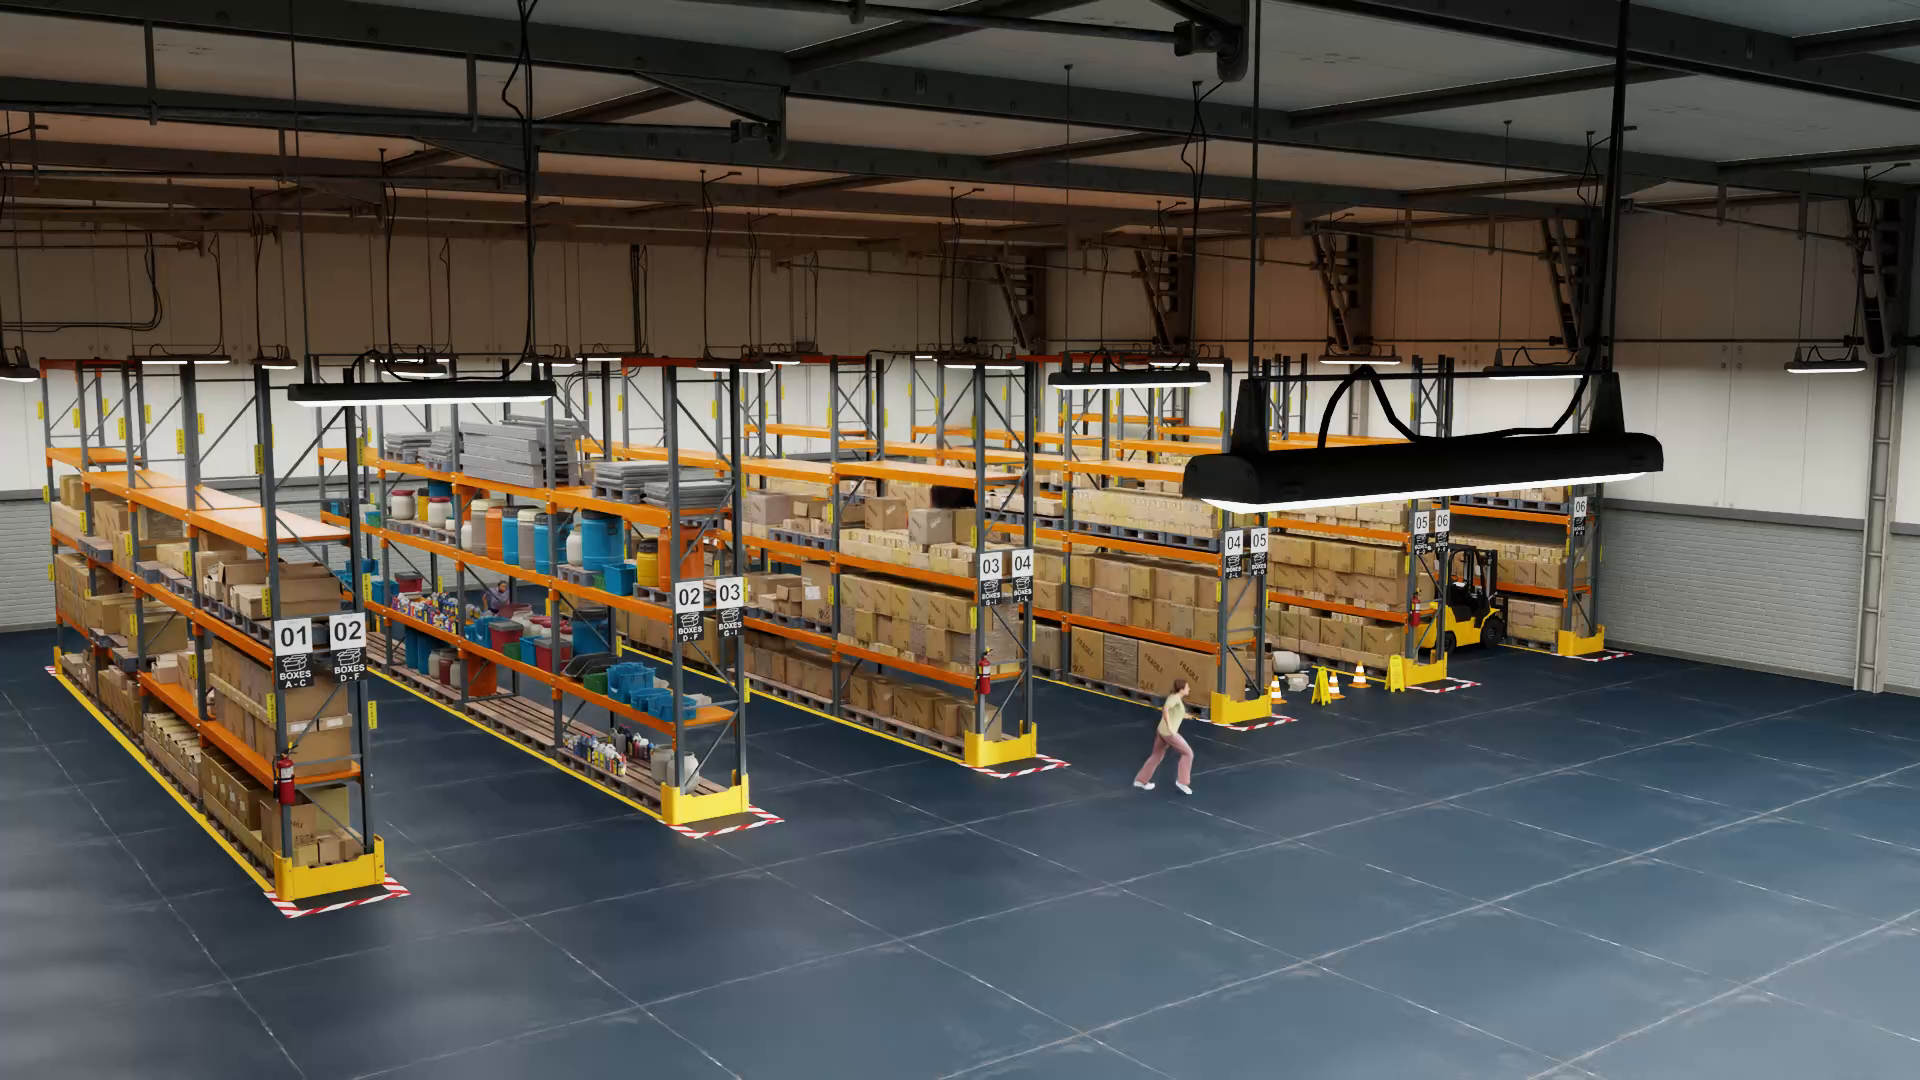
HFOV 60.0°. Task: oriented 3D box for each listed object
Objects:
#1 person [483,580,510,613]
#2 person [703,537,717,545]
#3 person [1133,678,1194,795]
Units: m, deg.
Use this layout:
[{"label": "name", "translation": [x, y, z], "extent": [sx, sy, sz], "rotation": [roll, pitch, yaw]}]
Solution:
[{"label": "person", "translation": [-9.547, 1.516, 34.251], "extent": [0.613, 1.507, 0.993], "rotation": [-5, 8, -35]}, {"label": "person", "translation": [-6.051, 0.628, 40.346], "extent": [0.737, 1.742, 0.574], "rotation": [1, 7, 6]}, {"label": "person", "translation": [2.861, 2.755, 23.229], "extent": [0.863, 1.657, 0.595], "rotation": [-1, 7, -5]}]
